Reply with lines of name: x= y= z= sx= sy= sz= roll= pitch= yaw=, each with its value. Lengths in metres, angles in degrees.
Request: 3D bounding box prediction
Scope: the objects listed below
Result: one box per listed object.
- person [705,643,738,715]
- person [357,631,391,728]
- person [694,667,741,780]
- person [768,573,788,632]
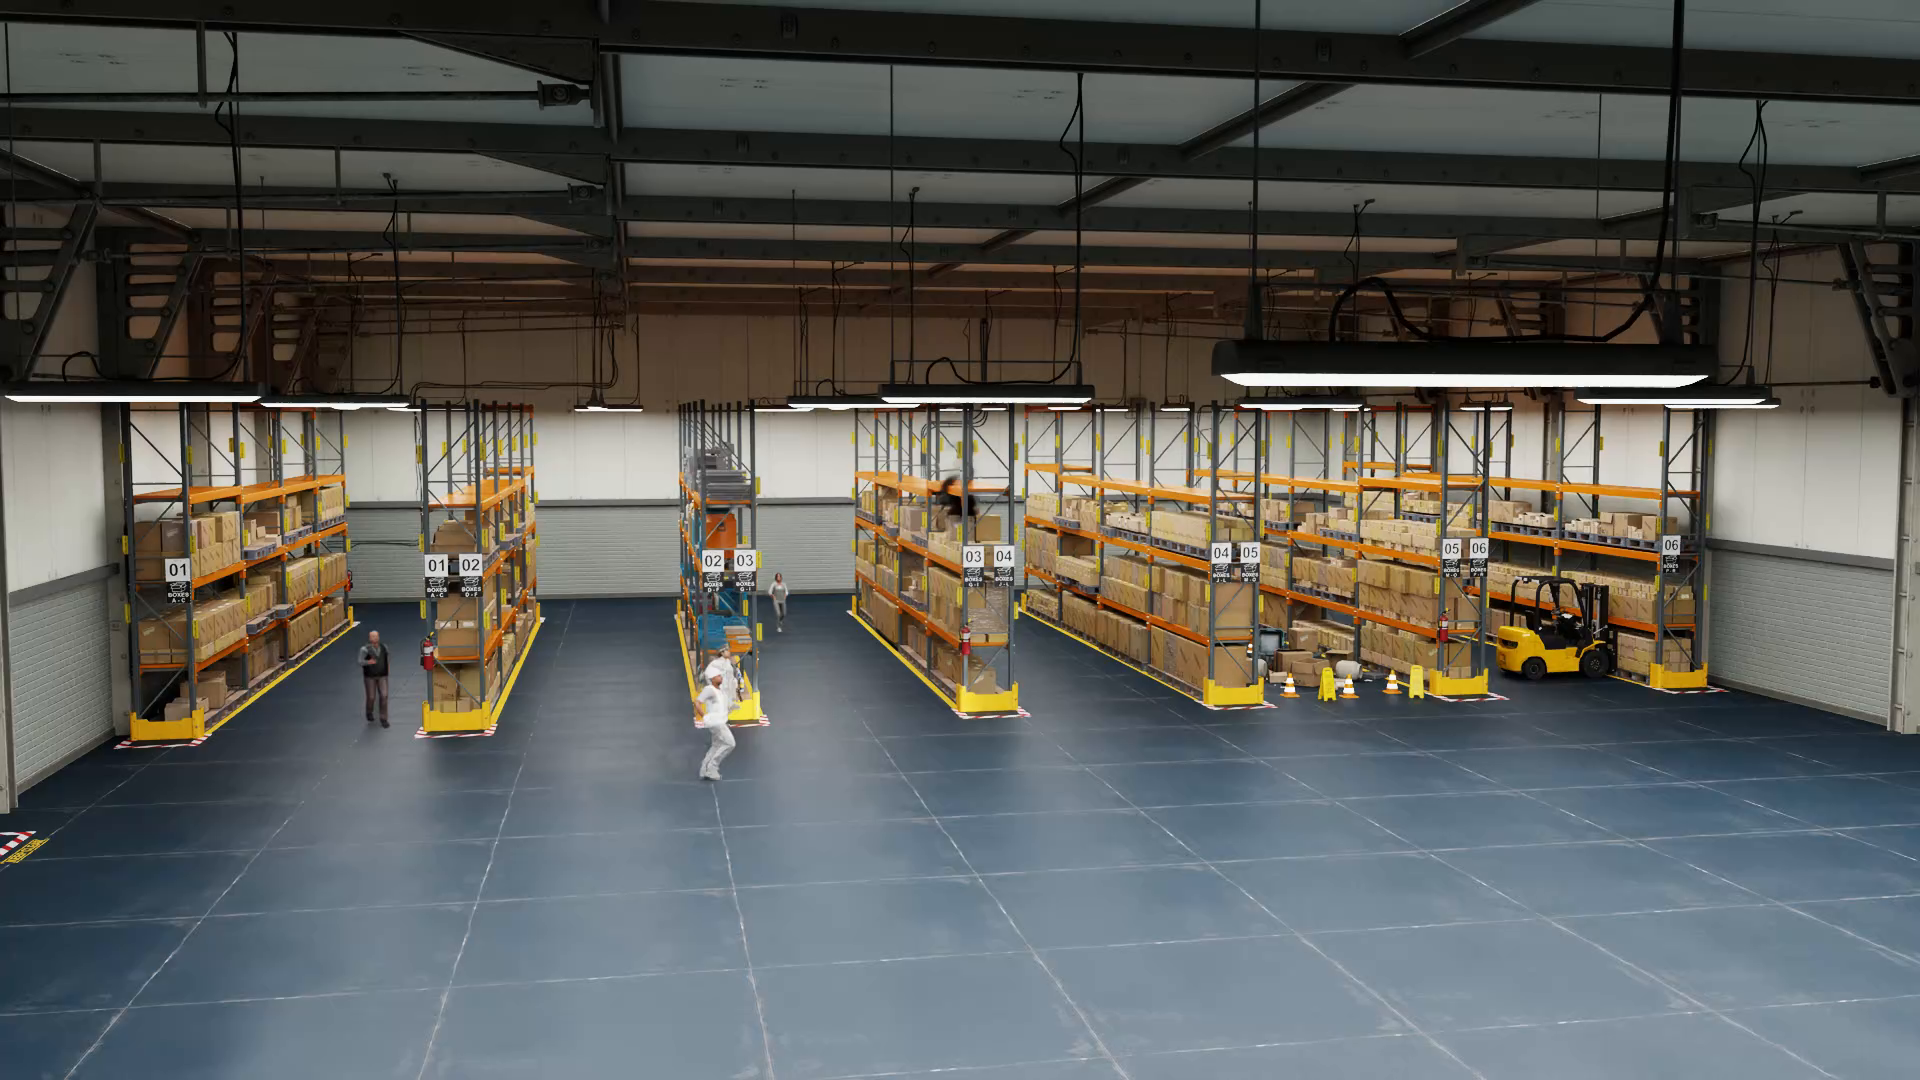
person: x=-4.202 y=2.660 z=29.707 sx=0.508 sy=1.631 sz=0.632 roll=2 pitch=5 yaw=20
person: x=-10.718 y=2.536 z=30.516 sx=0.655 sy=1.738 sz=0.873 roll=-3 pitch=5 yaw=-32
person: x=-3.763 y=2.870 z=26.001 sx=0.676 sy=1.761 sz=0.666 roll=0 pitch=4 yaw=4
person: x=-4.777 y=1.642 z=43.828 sx=0.533 sy=1.549 sz=0.556 roll=-1 pitch=5 yaw=-17
